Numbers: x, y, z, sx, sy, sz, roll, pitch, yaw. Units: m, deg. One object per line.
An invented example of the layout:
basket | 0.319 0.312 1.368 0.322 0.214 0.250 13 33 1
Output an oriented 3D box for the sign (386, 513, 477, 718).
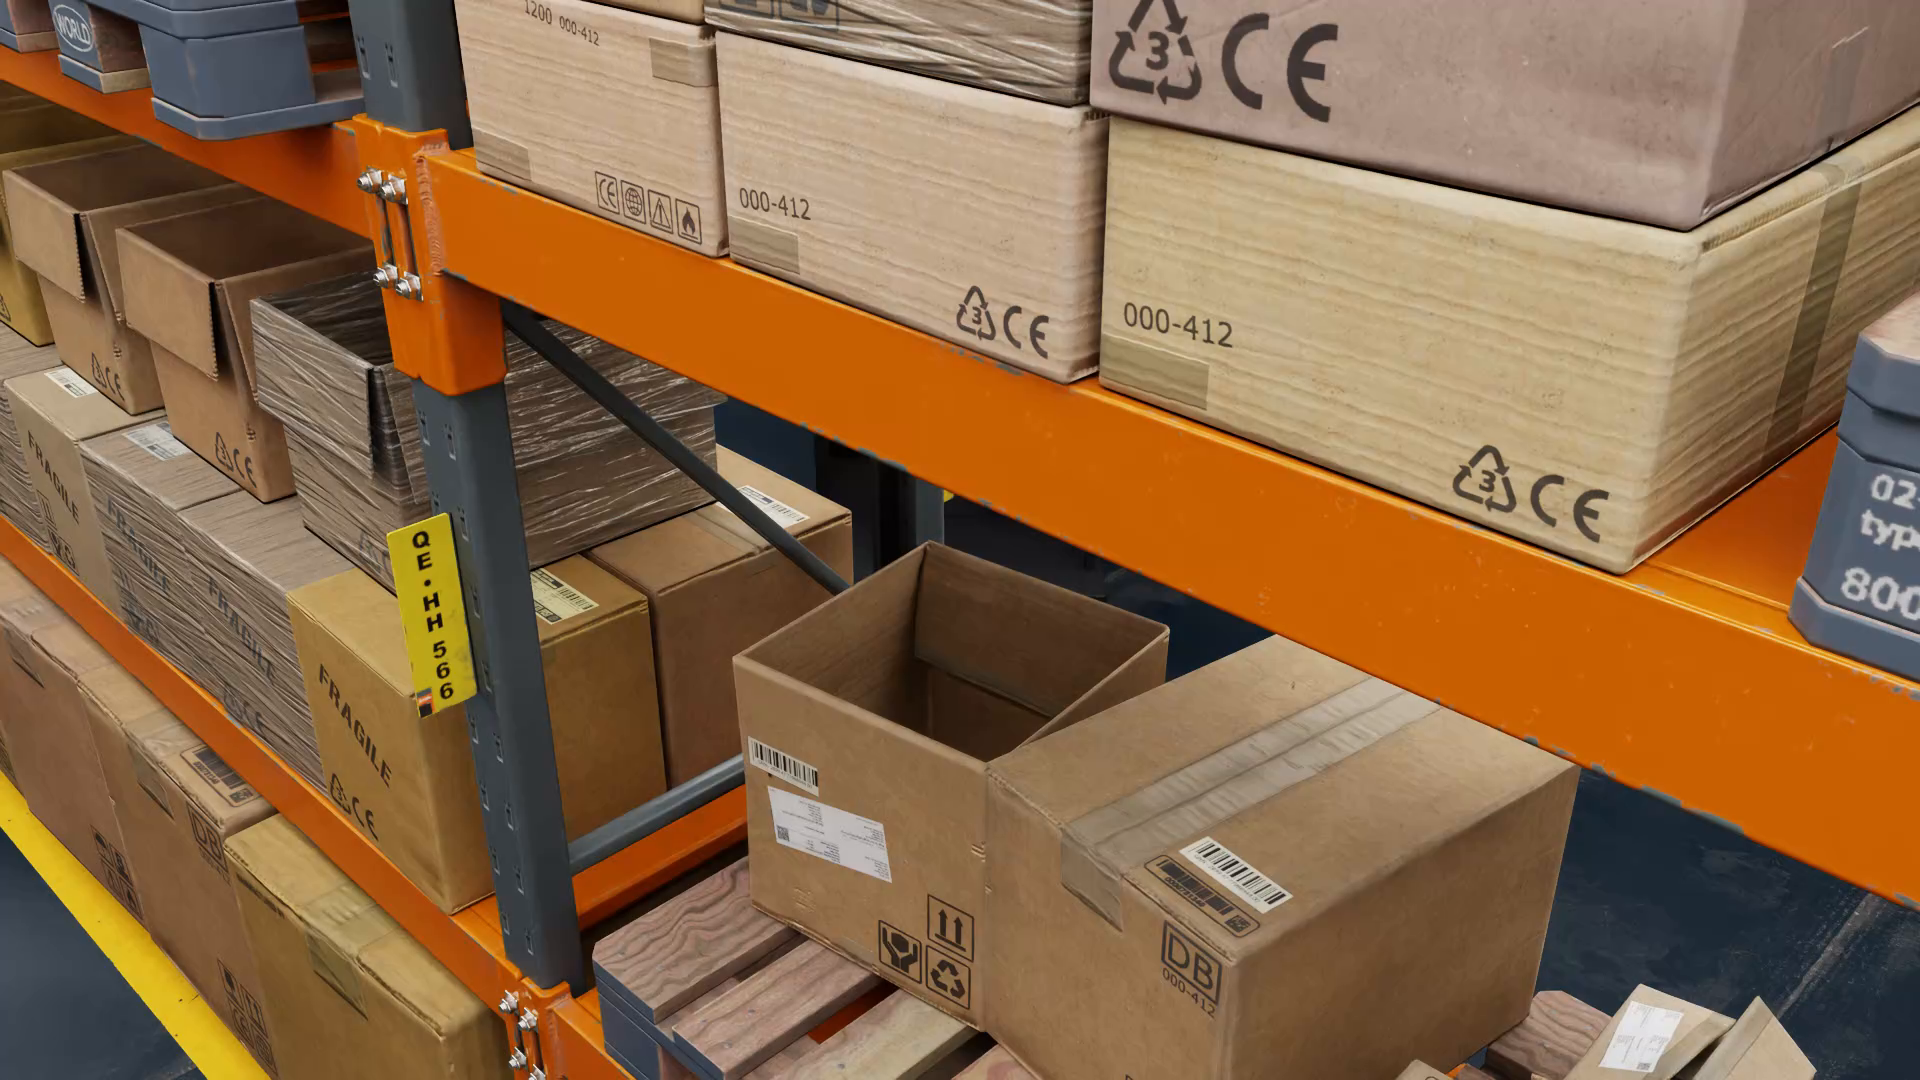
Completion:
sign | -0.809 0.119 2.556 0.005 0.325 0.100 25 36 38

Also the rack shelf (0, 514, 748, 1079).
rack shelf | -1.849 0.112 4.587 4.000 0.370 1.077 25 36 38

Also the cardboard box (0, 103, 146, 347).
cardboard box | -2.332 -0.914 4.579 0.797 0.503 0.637 -25 37 -39

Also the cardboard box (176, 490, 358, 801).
cardboard box | -1.299 0.159 3.618 0.500 0.500 0.500 24 36 38

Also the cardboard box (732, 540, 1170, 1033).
cardboard box | -0.009 0.379 2.747 0.500 0.500 0.500 20 33 33

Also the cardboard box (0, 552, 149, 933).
cardboard box | -2.167 0.389 5.119 0.875 0.875 1.225 23 36 37

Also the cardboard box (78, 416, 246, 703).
cardboard box | -1.672 -0.010 3.938 0.500 0.500 0.500 23 36 37

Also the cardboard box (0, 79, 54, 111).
cardboard box | -2.813 -1.141 5.012 0.637 0.503 0.797 23 36 37

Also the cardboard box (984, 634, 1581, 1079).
cardboard box | 0.459 0.528 2.464 0.700 0.500 0.500 -19 33 -32

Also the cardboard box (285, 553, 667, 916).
cardboard box | -0.948 0.323 3.305 0.500 0.500 0.500 -24 36 -38

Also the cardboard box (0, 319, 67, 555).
cardboard box | -2.406 -0.343 4.572 0.500 0.500 0.500 24 36 37

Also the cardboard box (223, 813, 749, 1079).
cardboard box | -0.900 0.969 4.016 0.875 0.875 1.225 23 35 36

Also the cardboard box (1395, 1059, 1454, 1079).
cardboard box | 0.611 0.950 1.930 0.500 0.250 0.500 23 36 37

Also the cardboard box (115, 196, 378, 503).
cardboard box | -1.395 -0.499 3.791 0.797 0.503 0.637 -24 36 -38

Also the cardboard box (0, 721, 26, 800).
cardboard box | -2.804 0.098 5.672 0.875 0.875 1.225 25 36 39

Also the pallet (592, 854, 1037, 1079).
pallet | 0.160 0.728 2.848 1.003 0.211 1.213 25 36 38

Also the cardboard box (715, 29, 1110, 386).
cardboard box | 0.100 -0.409 1.744 0.500 0.250 0.500 -24 36 -38

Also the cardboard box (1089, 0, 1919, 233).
cardboard box | 0.455 -0.580 1.262 0.500 0.500 0.500 23 36 37

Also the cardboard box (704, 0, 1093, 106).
cardboard box | 0.091 -0.741 1.569 0.500 0.500 0.500 25 37 39

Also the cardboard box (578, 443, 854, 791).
cardboard box | -0.578 0.153 3.628 0.500 0.500 0.500 -24 36 -38

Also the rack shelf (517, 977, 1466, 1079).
rack shelf | 1.004 1.417 2.104 4.000 0.370 1.077 25 36 38

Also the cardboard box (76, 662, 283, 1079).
cardboard box | -1.530 0.675 4.574 0.875 0.875 1.225 25 36 39

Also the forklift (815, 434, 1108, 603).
forklift | -0.018 -0.986 5.976 1.130 2.935 3.031 -1 28 -2

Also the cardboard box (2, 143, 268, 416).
cardboard box | -1.878 -0.716 4.203 0.797 0.503 0.637 -24 36 -38

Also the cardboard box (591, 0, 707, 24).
cardboard box | -0.268 -0.908 1.886 0.500 0.500 0.500 -25 37 -39

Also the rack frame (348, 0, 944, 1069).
rack frame | -0.420 0.445 3.180 0.053 2.616 0.949 25 36 38

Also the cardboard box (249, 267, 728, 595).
cardboard box | -0.932 -0.286 3.385 0.797 0.503 0.637 -24 36 -38

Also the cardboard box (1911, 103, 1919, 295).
cardboard box | 0.808 -0.419 1.762 0.500 0.250 0.500 -24 36 -38

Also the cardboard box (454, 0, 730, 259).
cardboard box | -0.266 -0.577 2.063 0.500 0.250 0.500 -25 36 -38

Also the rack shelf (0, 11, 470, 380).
rack shelf | -1.849 -1.215 3.888 4.000 0.370 1.077 25 36 38

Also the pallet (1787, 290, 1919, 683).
pallet | 1.323 -0.067 1.133 1.003 0.211 1.213 25 36 38

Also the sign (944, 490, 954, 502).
sign | -0.049 -0.214 3.275 0.005 0.325 0.100 25 36 38

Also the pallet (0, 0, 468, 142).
pallet | -0.919 -0.990 2.890 1.213 0.211 1.003 -23 36 -37

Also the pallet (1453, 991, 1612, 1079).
pallet | 1.018 1.164 2.020 1.213 0.211 1.003 25 36 38

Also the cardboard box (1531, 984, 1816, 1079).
cardboard box | 0.956 0.774 2.247 0.258 0.266 0.396 23 36 37

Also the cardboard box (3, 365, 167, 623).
cardboard box | -2.034 -0.176 4.254 0.500 0.500 0.500 -24 36 -38

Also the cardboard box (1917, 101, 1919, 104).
cardboard box | 0.809 -0.744 1.574 0.500 0.500 0.500 -25 36 -38

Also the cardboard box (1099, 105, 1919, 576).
cardboard box | 0.473 -0.245 1.431 0.500 0.250 0.500 -24 36 -38

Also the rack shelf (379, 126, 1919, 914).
rack shelf | 1.004 0.090 1.406 4.000 0.370 1.077 25 36 38
